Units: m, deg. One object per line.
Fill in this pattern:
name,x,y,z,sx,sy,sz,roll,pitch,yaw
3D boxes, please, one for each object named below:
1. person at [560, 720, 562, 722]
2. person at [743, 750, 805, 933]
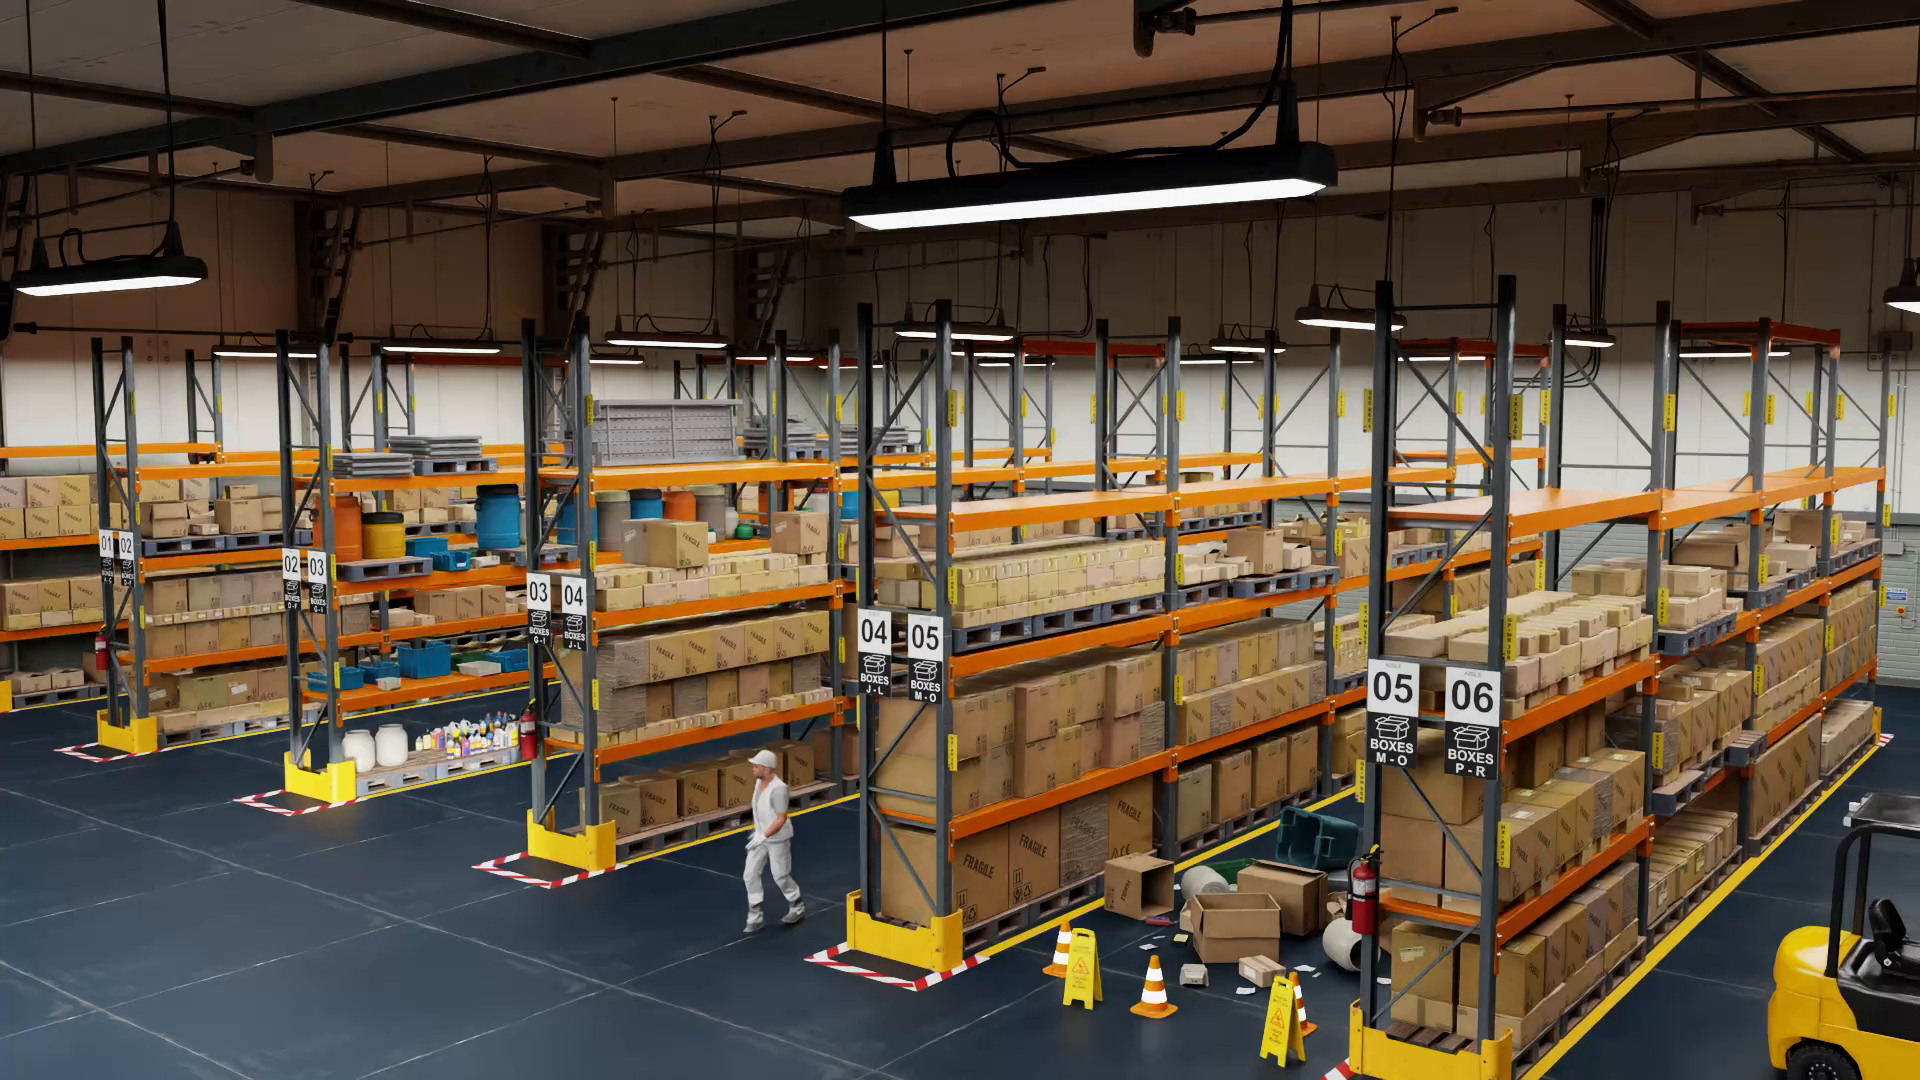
person,-6.052,2.048,26.469,0.539,1.657,0.807,3,6,32
person,-1.857,2.936,16.129,0.757,1.844,0.667,-4,7,-41
